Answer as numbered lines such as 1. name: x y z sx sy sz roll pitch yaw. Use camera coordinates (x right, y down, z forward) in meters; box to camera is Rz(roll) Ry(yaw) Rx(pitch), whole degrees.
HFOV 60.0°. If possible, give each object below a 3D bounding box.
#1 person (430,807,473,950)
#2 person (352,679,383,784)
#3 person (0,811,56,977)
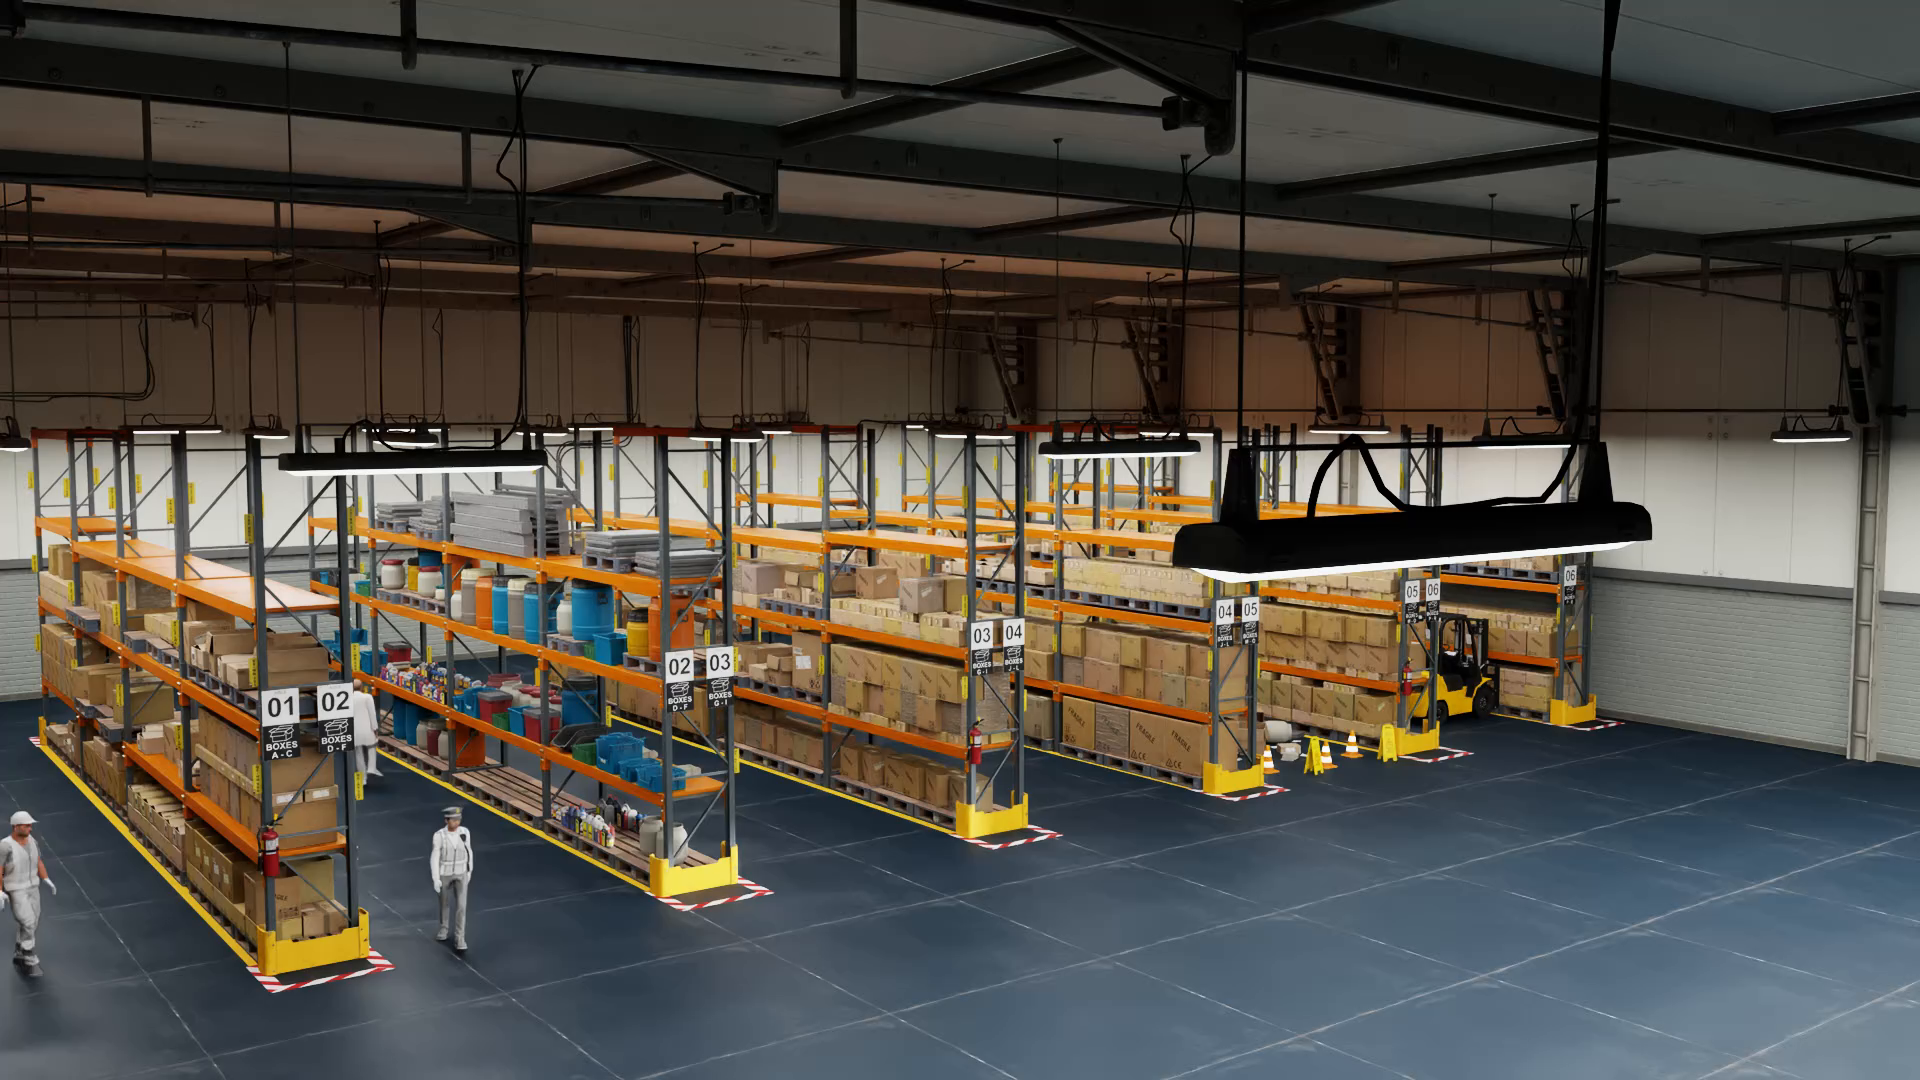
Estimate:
1. person: -5.985 3.957 19.605 0.509 1.639 0.865 -2 5 -24
2. person: -10.110 3.236 28.097 0.626 1.770 0.572 -2 5 -27
3. person: -10.507 3.984 18.760 0.586 1.836 0.565 1 5 13
